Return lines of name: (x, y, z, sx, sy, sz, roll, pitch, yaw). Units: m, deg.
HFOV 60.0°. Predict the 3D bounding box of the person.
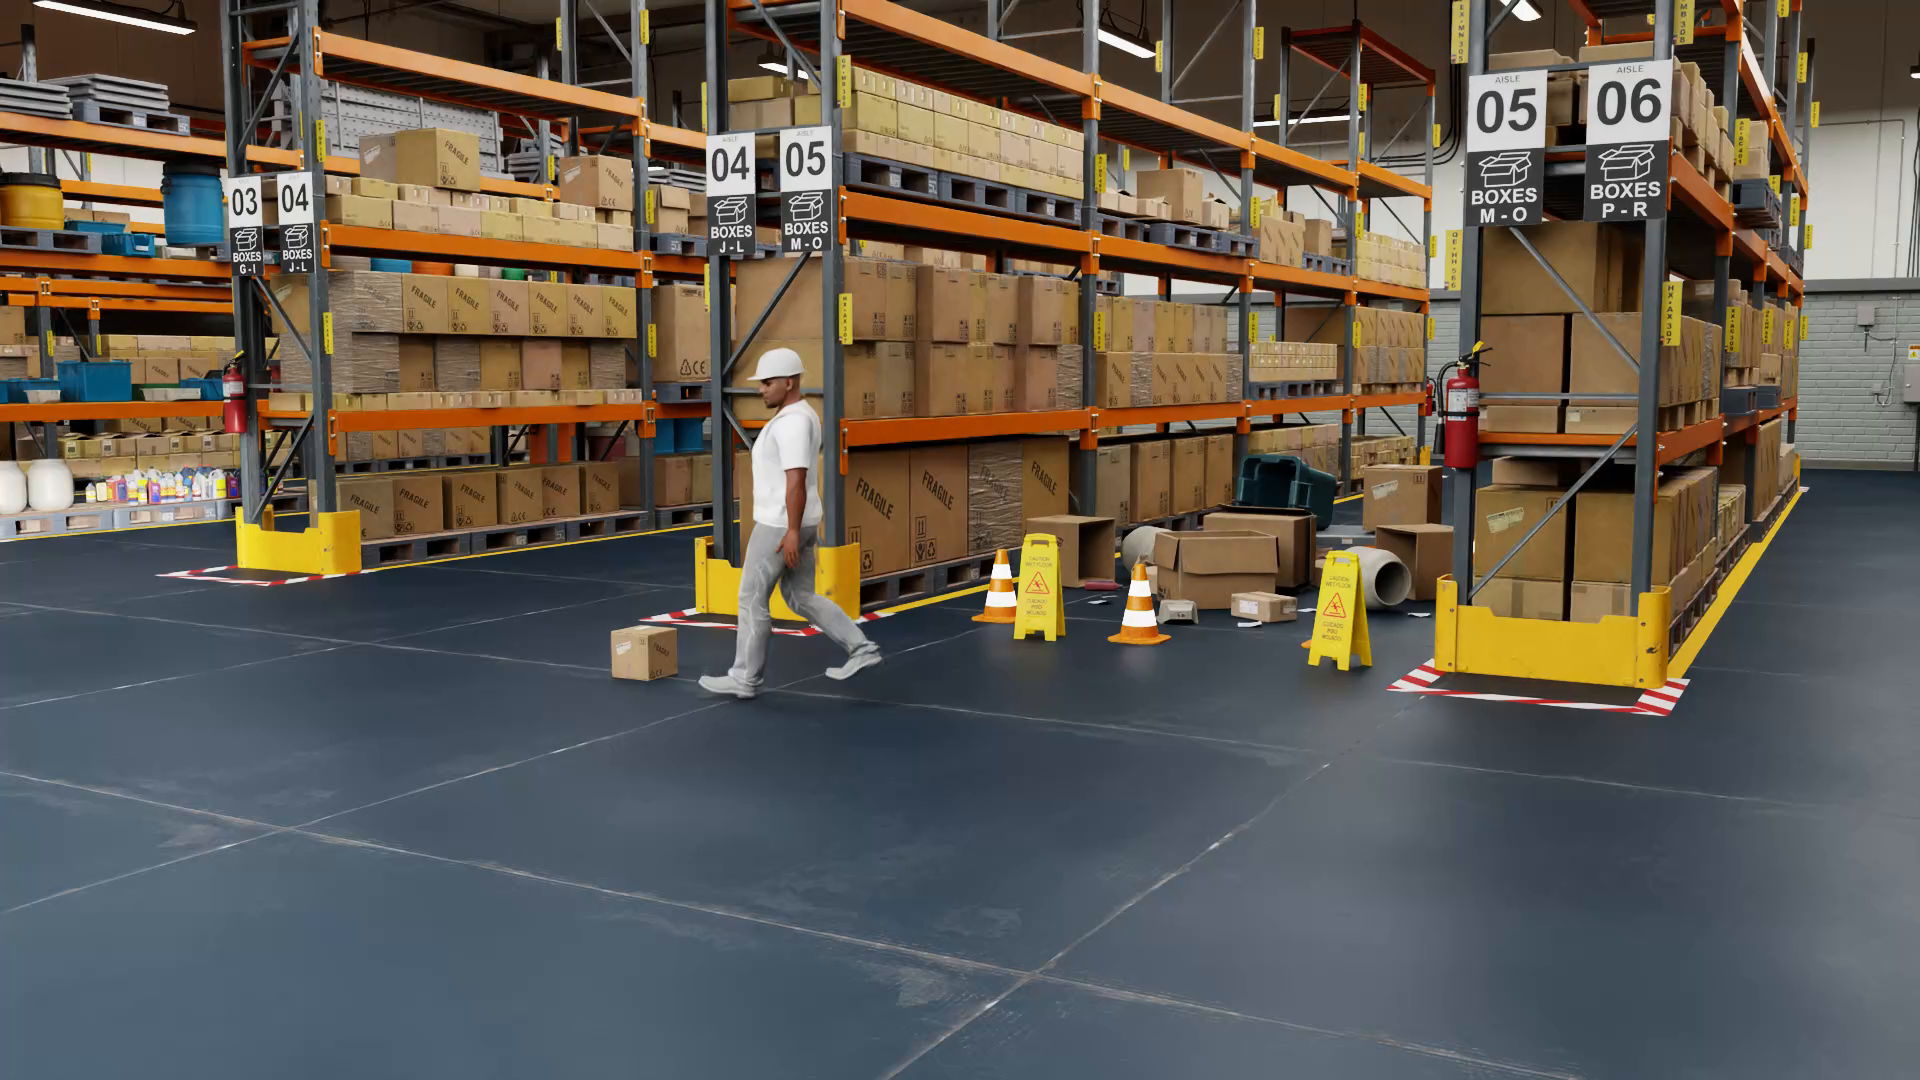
person: (-0.851, -0.082, 8.339, 0.927, 1.749, 0.606, 1, 6, 9)
